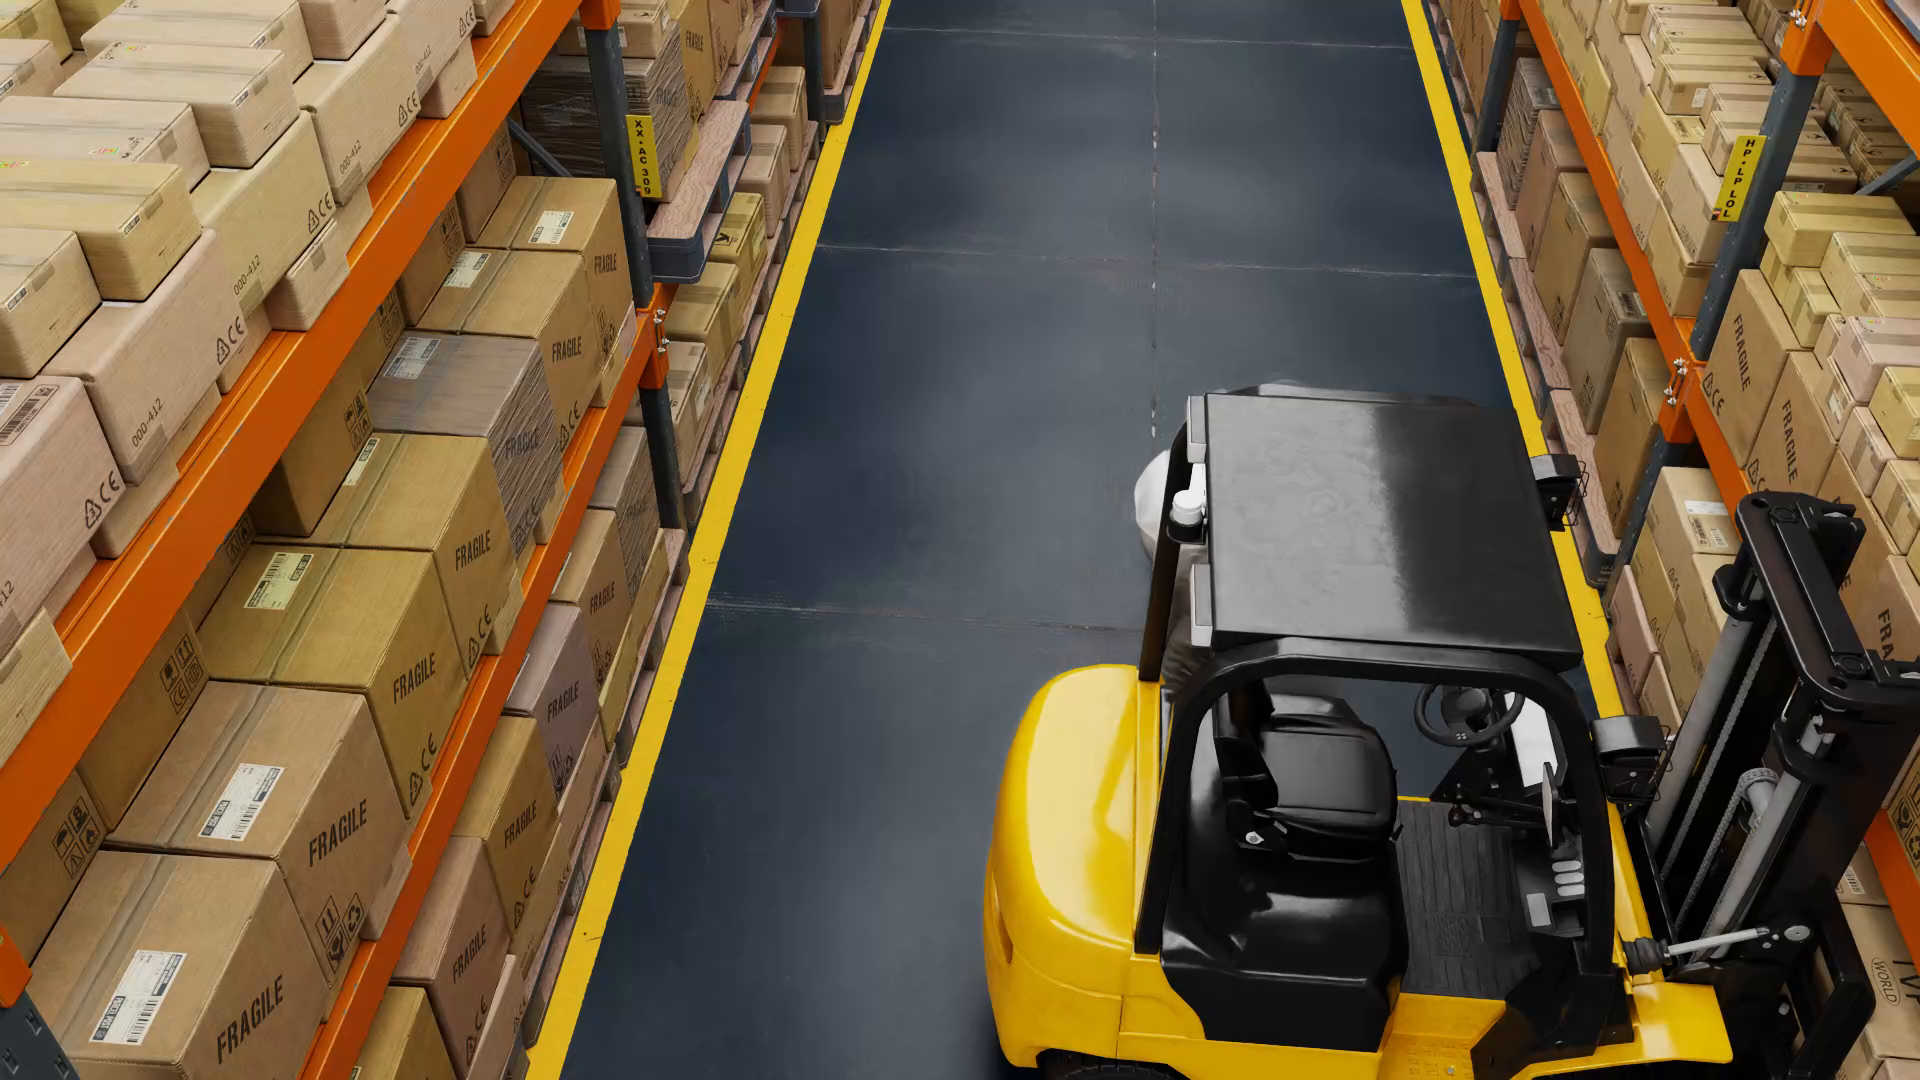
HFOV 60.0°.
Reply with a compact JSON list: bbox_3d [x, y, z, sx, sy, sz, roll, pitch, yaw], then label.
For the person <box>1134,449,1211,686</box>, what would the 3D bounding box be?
[{"bbox_3d":[1.092,0.072,6.393,0.874,1.254,0.462,2,40,3],"label":"person"}]
